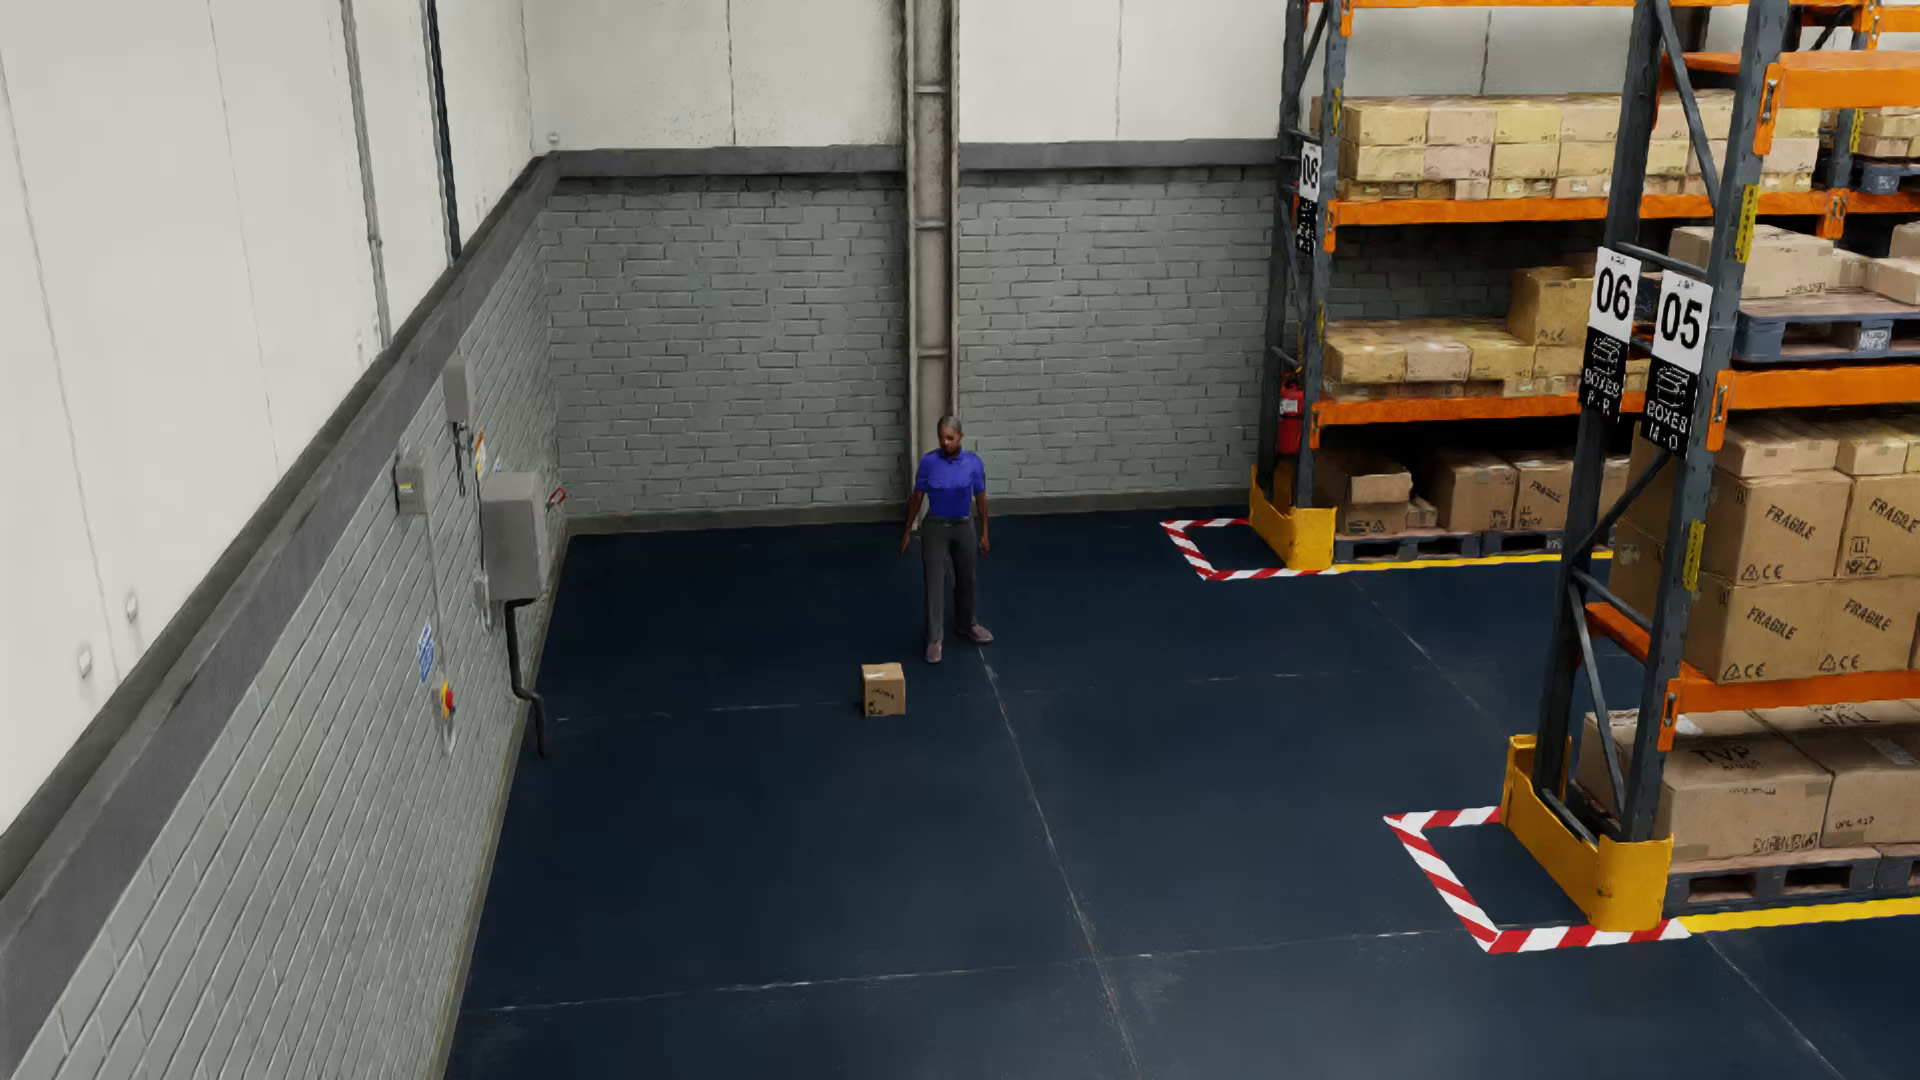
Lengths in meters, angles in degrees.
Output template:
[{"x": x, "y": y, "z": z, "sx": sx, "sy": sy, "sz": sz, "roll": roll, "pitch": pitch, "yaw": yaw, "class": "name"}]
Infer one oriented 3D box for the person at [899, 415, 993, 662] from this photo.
[{"x": -0.087, "y": -0.036, "z": 11.134, "sx": 0.642, "sy": 1.646, "sz": 0.566, "roll": -2, "pitch": 20, "yaw": -5, "class": "person"}]
